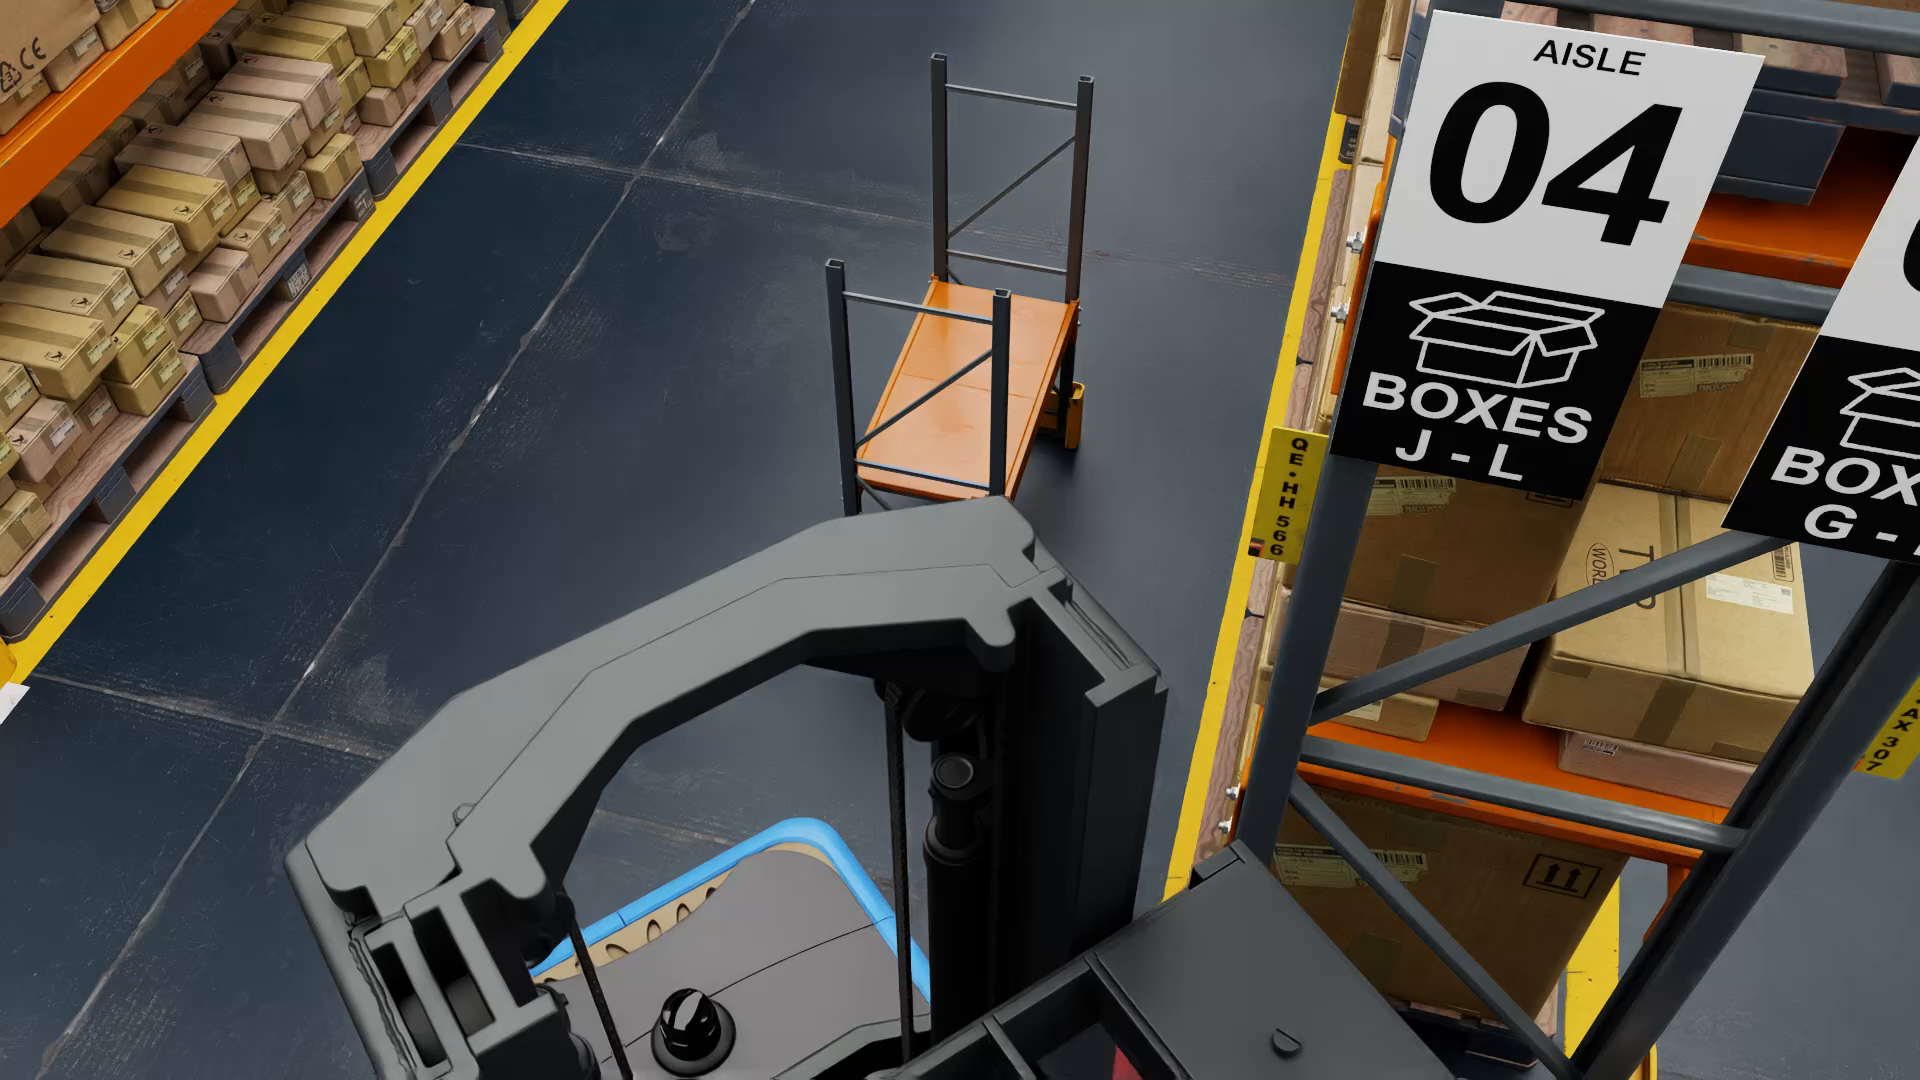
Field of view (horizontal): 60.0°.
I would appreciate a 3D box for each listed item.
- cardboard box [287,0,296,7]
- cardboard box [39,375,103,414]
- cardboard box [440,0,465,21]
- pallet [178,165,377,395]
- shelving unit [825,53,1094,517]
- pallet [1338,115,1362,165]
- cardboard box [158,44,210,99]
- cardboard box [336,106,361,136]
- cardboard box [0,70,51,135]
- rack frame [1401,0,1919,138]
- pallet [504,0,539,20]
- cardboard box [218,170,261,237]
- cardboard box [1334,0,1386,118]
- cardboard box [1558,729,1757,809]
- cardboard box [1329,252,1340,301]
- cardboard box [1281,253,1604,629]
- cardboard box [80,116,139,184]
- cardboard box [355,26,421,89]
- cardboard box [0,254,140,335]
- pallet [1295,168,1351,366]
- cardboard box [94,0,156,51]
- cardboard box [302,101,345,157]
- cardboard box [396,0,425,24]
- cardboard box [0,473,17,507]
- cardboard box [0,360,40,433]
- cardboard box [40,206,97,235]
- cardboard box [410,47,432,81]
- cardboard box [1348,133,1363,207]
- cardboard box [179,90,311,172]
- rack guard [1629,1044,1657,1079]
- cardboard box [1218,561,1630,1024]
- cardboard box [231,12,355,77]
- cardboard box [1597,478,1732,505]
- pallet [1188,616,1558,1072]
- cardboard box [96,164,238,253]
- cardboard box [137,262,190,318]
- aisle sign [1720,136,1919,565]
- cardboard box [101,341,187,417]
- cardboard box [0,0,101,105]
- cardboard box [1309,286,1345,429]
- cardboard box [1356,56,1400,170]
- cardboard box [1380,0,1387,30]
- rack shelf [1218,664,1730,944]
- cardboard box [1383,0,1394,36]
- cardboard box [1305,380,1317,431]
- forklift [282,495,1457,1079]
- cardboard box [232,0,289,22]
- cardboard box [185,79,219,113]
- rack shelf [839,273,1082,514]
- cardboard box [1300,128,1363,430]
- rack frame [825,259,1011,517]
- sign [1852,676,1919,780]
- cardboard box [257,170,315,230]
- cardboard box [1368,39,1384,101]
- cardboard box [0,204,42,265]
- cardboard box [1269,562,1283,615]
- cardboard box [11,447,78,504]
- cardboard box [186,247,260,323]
[{"bbox_3d":[-3.001,-2.333,7.231,0.380,0.149,0.250,12,50,10],"label":"cardboard box"},{"bbox_3d":[-3.178,-0.549,5.657,0.380,0.149,0.250,12,50,11],"label":"cardboard box"},{"bbox_3d":[-2.393,-2.442,7.327,0.380,0.149,0.250,12,50,11],"label":"cardboard box"},{"bbox_3d":[-3.079,-1.138,6.613,1.003,0.211,1.213,12,50,10],"label":"pallet"},{"bbox_3d":[0.020,-0.551,5.236,0.587,1.500,1.083,12,50,10],"label":"shelving unit"},{"bbox_3d":[2.272,-2.037,7.407,1.003,0.211,1.213,12,50,10],"label":"pallet"},{"bbox_3d":[-3.248,-1.881,6.634,0.380,0.149,0.250,13,50,11],"label":"cardboard box"},{"bbox_3d":[-2.734,-1.741,6.908,0.380,0.149,0.250,10,49,9],"label":"cardboard box"},{"bbox_3d":[-3.088,-1.414,5.165,0.380,0.149,0.250,11,50,10],"label":"cardboard box"},{"bbox_3d":[1.089,-1.478,1.053,1.000,3.000,0.127,12,50,10],"label":"rack frame"},{"bbox_3d":[-2.413,-3.079,8.327,1.003,0.211,1.213,12,50,10],"label":"pallet"},{"bbox_3d":[-2.916,-1.322,6.339,0.380,0.149,0.250,14,50,12],"label":"cardboard box"},{"bbox_3d":[2.291,-2.289,6.907,1.225,0.875,0.875,12,50,10],"label":"cardboard box"},{"bbox_3d":[1.501,0.398,3.565,0.380,0.149,0.250,12,50,10],"label":"cardboard box"},{"bbox_3d":[1.200,-0.659,4.499,0.380,0.149,0.250,12,50,10],"label":"cardboard box"},{"bbox_3d":[0.964,-0.195,3.322,0.500,0.500,0.500,12,50,10],"label":"cardboard box"},{"bbox_3d":[-3.343,-1.497,6.295,0.380,0.149,0.250,12,50,10],"label":"cardboard box"},{"bbox_3d":[-2.506,-2.046,6.978,0.380,0.149,0.250,10,49,9],"label":"cardboard box"},{"bbox_3d":[-3.072,-0.825,5.702,0.380,0.149,0.250,9,49,8],"label":"cardboard box"},{"bbox_3d":[1.866,-0.929,6.429,1.003,0.211,1.213,12,50,10],"label":"pallet"},{"bbox_3d":[-2.907,-1.770,5.479,0.380,0.149,0.250,13,50,11],"label":"cardboard box"},{"bbox_3d":[-2.715,-1.696,6.669,0.380,0.149,0.250,13,50,11],"label":"cardboard box"},{"bbox_3d":[-2.488,-2.330,7.030,0.380,0.149,0.250,12,50,11],"label":"cardboard box"},{"bbox_3d":[-3.284,-0.168,5.320,0.380,0.149,0.250,13,50,12],"label":"cardboard box"},{"bbox_3d":[-3.247,-0.473,5.391,0.380,0.149,0.250,12,50,11],"label":"cardboard box"},{"bbox_3d":[-3.462,-1.212,6.242,0.380,0.149,0.250,14,50,12],"label":"cardboard box"},{"bbox_3d":[-2.540,-2.112,7.234,0.380,0.149,0.250,13,50,11],"label":"cardboard box"},{"bbox_3d":[1.334,-1.027,4.824,0.380,0.149,0.250,10,49,9],"label":"cardboard box"},{"bbox_3d":[-2.732,-1.564,6.355,0.380,0.149,0.250,10,49,9],"label":"cardboard box"},{"bbox_3d":[1.083,1.351,4.224,1.175,0.500,0.348,12,50,10],"label":"rack guard"},{"bbox_3d":[1.180,0.592,4.364,0.875,0.875,0.875,12,50,10],"label":"cardboard box"},{"bbox_3d":[-2.690,-1.976,6.718,0.380,0.149,0.250,13,50,11],"label":"cardboard box"},{"bbox_3d":[1.606,-0.213,3.839,0.500,0.250,0.500,11,49,10],"label":"cardboard box"},{"bbox_3d":[1.224,0.836,4.872,1.003,0.211,1.213,12,50,10],"label":"pallet"},{"bbox_3d":[-2.877,-1.205,6.038,0.380,0.149,0.250,12,50,11],"label":"cardboard box"},{"bbox_3d":[-3.028,-0.924,5.988,0.380,0.149,0.250,9,49,8],"label":"cardboard box"},{"bbox_3d":[1.359,-0.242,2.229,0.394,0.787,0.004,12,50,10],"label":"aisle sign"},{"bbox_3d":[-3.001,-0.606,5.906,0.380,0.149,0.250,12,50,10],"label":"cardboard box"},{"bbox_3d":[-3.028,-1.691,4.977,0.500,0.500,0.500,12,50,11],"label":"cardboard box"},{"bbox_3d":[1.095,-0.312,3.926,0.500,0.250,0.500,11,49,9],"label":"cardboard box"},{"bbox_3d":[1.361,-1.058,4.584,0.500,0.250,0.500,12,50,10],"label":"cardboard box"},{"bbox_3d":[1.605,-1.774,5.483,0.380,0.149,0.250,13,50,11],"label":"cardboard box"},{"bbox_3d":[1.615,-0.702,4.849,1.077,0.370,4.000,12,50,10],"label":"rack shelf"},{"bbox_3d":[1.630,-1.788,5.229,0.500,0.250,0.500,11,50,10],"label":"cardboard box"},{"bbox_3d":[1.066,-0.284,4.167,0.380,0.149,0.250,12,50,11],"label":"cardboard box"},{"bbox_3d":[0.075,1.470,2.498,1.130,2.935,3.031,-26,54,-21],"label":"forklift"},{"bbox_3d":[-3.056,-2.242,6.953,0.380,0.149,0.250,11,49,10],"label":"cardboard box"},{"bbox_3d":[-3.199,-1.760,6.726,0.380,0.149,0.250,14,50,12],"label":"cardboard box"},{"bbox_3d":[0.022,-0.439,5.377,0.538,0.185,1.000,12,50,10],"label":"rack shelf"},{"bbox_3d":[1.654,-0.710,5.513,0.875,0.875,0.875,12,50,10],"label":"cardboard box"},{"bbox_3d":[-0.111,-0.190,4.918,0.500,1.500,0.032,12,50,10],"label":"rack frame"},{"bbox_3d":[1.623,0.308,2.847,0.100,0.325,0.005,12,50,10],"label":"sign"},{"bbox_3d":[-2.797,-1.359,6.570,0.380,0.149,0.250,12,50,11],"label":"cardboard box"},{"bbox_3d":[1.470,-1.399,5.151,0.380,0.149,0.250,11,49,10],"label":"cardboard box"},{"bbox_3d":[-3.561,-1.133,5.974,0.380,0.149,0.250,13,50,11],"label":"cardboard box"},{"bbox_3d":[0.932,0.079,3.847,0.380,0.149,0.250,12,50,10],"label":"cardboard box"},{"bbox_3d":[-3.233,-0.262,5.602,0.380,0.149,0.250,11,50,10],"label":"cardboard box"},{"bbox_3d":[-2.876,-0.973,6.229,0.380,0.149,0.250,9,49,8],"label":"cardboard box"}]
